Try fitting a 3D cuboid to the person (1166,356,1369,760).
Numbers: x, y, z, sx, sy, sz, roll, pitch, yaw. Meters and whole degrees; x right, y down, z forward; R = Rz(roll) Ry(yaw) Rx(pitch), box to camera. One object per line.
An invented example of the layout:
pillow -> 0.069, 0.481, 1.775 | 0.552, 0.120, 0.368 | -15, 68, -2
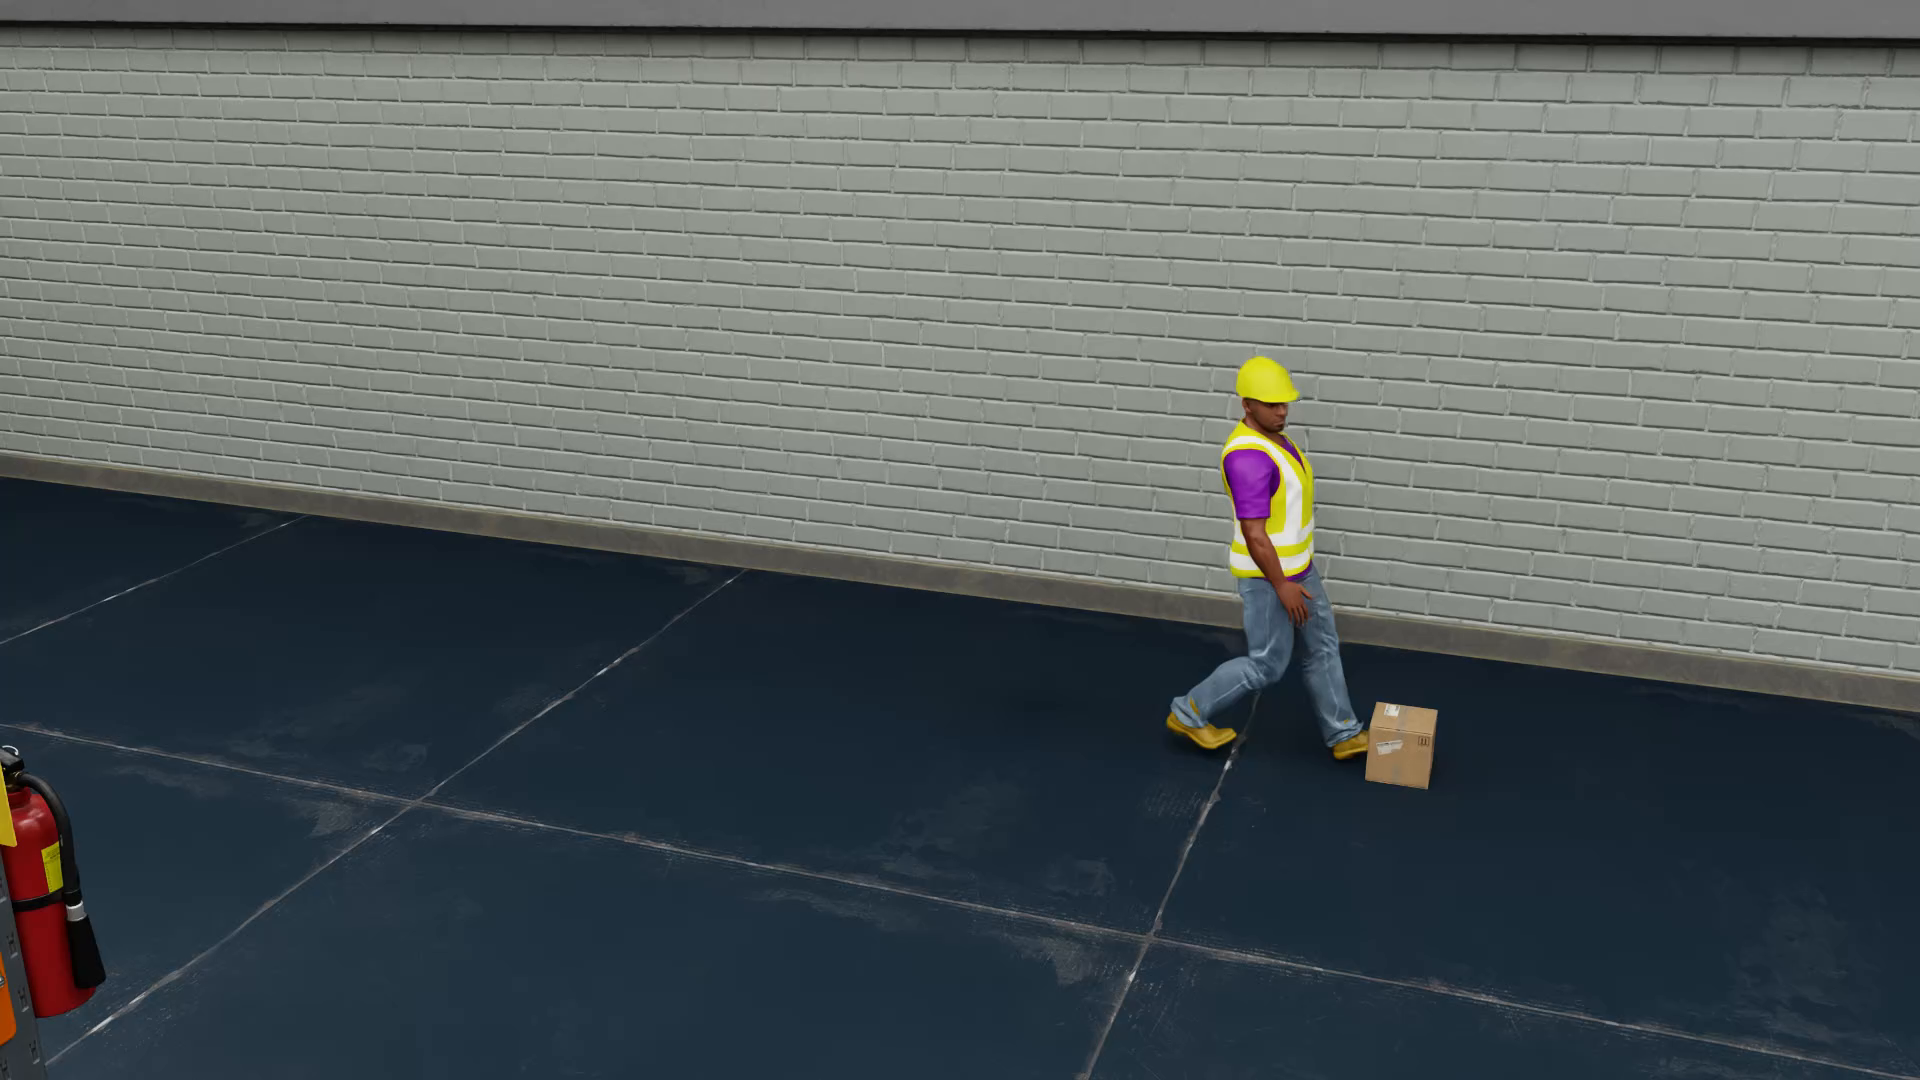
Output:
person -> 1.362, 0.112, 6.757 | 0.969, 1.716, 0.596 | 7, 20, 21
